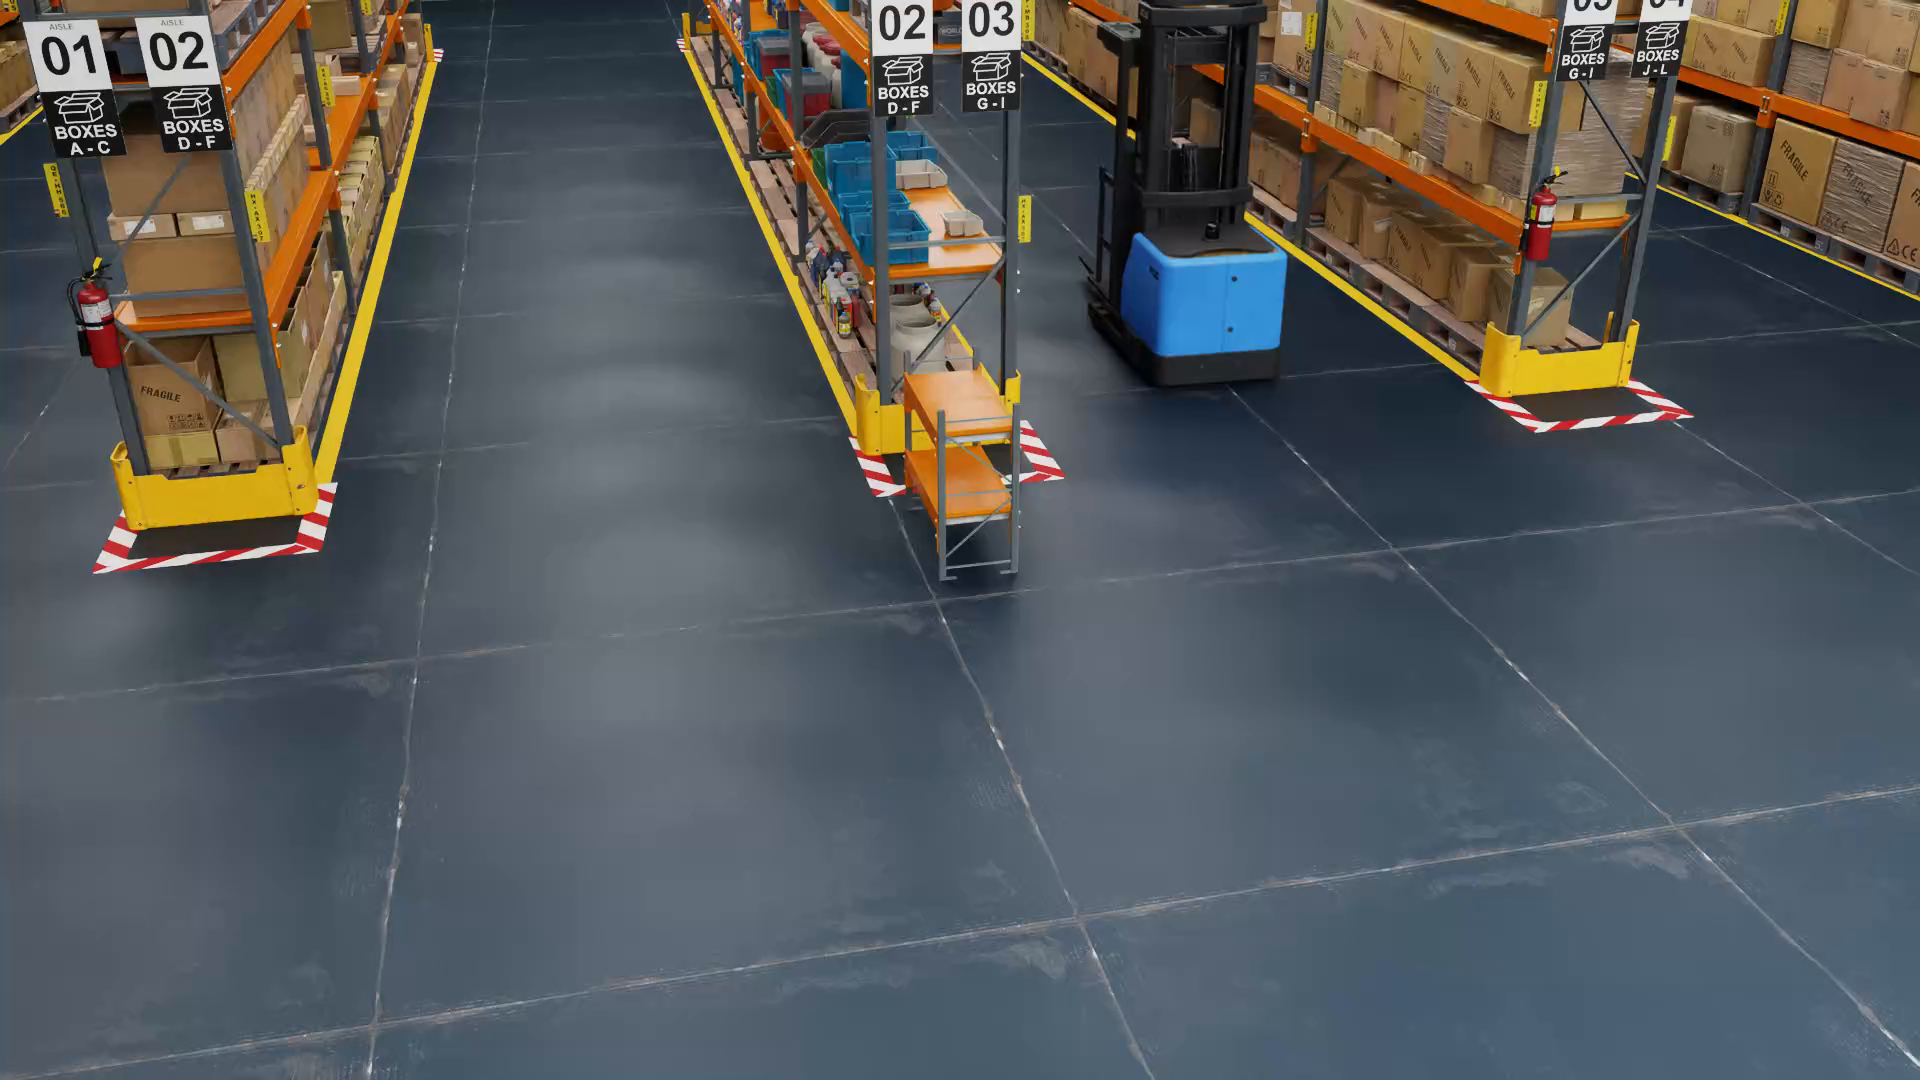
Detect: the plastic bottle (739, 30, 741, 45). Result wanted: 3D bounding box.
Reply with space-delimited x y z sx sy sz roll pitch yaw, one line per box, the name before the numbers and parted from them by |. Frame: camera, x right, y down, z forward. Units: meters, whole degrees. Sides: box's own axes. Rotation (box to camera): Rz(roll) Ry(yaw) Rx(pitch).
plastic bottle | -2.489 -5.798 19.128 0.097 0.201 0.097 0 27 0

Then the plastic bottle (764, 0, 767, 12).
plastic bottle | -2.415 -6.905 21.155 0.144 0.351 0.185 -6 27 -12

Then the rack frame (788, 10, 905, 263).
rack frame | -0.998 -3.800 14.949 1.000 3.000 0.127 -6 27 -12

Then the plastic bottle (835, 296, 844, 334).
plastic bottle | -0.982 -1.839 13.590 0.061 0.283 0.133 -5 27 -10

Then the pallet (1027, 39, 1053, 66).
pallet | 1.651 -7.448 25.272 1.003 0.211 1.213 -6 27 -12

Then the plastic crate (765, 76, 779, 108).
plastic crate | -1.666 -4.441 16.455 0.450 0.188 0.662 -6 27 -12

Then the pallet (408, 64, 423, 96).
pallet | -8.060 -6.403 23.203 1.003 0.211 1.213 -6 27 -12

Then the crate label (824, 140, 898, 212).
crate label | -0.775 -2.840 13.008 0.502 0.435 0.616 -6 27 -12

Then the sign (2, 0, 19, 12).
sign | -5.455 -3.192 9.522 0.100 0.325 0.005 -6 27 -12

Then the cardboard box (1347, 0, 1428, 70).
cardboard box | 3.795 -4.484 14.753 0.500 0.500 0.500 -6 27 -12

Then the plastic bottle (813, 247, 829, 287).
plastic bottle | -1.220 -2.417 14.661 0.144 0.351 0.185 -5 27 -10

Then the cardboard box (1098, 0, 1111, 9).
cardboard box | 2.111 -7.191 21.558 0.500 0.500 0.500 -7 28 -13

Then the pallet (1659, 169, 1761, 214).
pallet | 8.435 -3.848 18.140 1.003 0.211 1.213 -6 27 -12

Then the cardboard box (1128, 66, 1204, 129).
cardboard box | 2.791 -5.603 20.413 1.225 0.875 0.875 -7 28 -14

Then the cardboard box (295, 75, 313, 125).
cardboard box | -6.101 -3.913 15.063 0.500 0.500 0.500 -4 27 -8

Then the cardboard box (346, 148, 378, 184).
cardboard box | -6.245 -3.832 16.976 0.500 0.311 0.500 -6 27 -12

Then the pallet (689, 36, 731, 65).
pallet | -3.554 -7.457 25.289 1.003 0.211 1.213 -6 27 -12

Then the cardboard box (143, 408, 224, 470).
cardboard box | -5.332 -0.708 11.408 0.500 0.250 0.500 -6 27 -12

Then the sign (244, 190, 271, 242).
sign | -4.381 -2.018 10.370 0.100 0.325 0.005 -6 27 -12

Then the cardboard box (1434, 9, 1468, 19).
cardboard box | 4.423 -4.318 14.425 0.500 0.500 0.500 -6 27 -12

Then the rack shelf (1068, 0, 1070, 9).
rack shelf | 1.574 -8.371 24.805 1.077 0.370 4.000 -6 27 -12

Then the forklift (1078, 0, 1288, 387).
forklift | 1.740 -3.145 13.727 1.130 2.935 3.031 -5 27 -10

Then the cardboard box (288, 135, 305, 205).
cardboard box | -5.594 -2.918 13.091 0.700 0.500 0.500 -6 27 -12

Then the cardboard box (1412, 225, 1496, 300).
cardboard box | 4.314 -2.430 14.543 0.500 0.500 0.500 -3 27 -7

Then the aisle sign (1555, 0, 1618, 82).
aisle sign | 4.451 -3.649 11.766 0.394 0.787 0.004 -6 27 -12

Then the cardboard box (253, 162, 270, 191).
cardboard box | -5.036 -2.524 11.590 0.380 0.149 0.250 -7 28 -13

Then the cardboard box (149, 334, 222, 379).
cardboard box | -5.574 -1.480 12.106 0.500 0.500 0.500 -6 27 -12

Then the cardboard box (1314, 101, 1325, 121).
cardboard box | 3.583 -4.065 15.754 0.380 0.149 0.250 -6 27 -12

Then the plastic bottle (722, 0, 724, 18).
plastic bottle | -2.934 -6.665 20.756 0.061 0.283 0.133 -6 27 -12

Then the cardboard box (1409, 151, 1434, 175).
cardboard box | 4.023 -3.186 14.013 0.380 0.149 0.250 -6 27 -12

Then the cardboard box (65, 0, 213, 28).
cardboard box | -5.049 -3.430 10.152 0.797 0.503 0.637 -4 27 -8

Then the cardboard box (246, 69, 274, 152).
cardboard box | -5.379 -3.067 11.947 0.700 0.500 0.500 -6 27 -12

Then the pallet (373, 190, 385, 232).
pallet | -6.579 -3.444 17.339 1.003 0.211 1.213 -6 27 -12

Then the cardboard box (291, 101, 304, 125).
cardboard box | -5.501 -3.426 13.378 0.380 0.149 0.250 -7 28 -13

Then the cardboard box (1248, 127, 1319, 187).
cardboard box | 3.494 -4.112 17.853 0.700 0.500 0.500 -8 28 -16

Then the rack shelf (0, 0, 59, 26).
rack shelf | -12.904 -6.862 21.815 1.077 0.370 4.000 -6 27 -12

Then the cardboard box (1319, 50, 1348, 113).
cardboard box | 3.869 -4.276 15.452 0.875 0.500 0.500 -6 27 -12

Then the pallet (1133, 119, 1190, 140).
pallet | 2.822 -5.167 20.754 1.003 0.211 1.213 -6 27 -12

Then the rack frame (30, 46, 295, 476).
rack frame | -4.923 -1.542 10.477 1.000 3.000 0.127 -6 27 -12

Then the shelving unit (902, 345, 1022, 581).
shelving unit | -0.002 -0.505 10.502 0.538 1.125 1.048 -6 27 -12

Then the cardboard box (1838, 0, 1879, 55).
cardboard box | 8.969 -4.916 15.795 0.875 0.550 0.550 -6 27 -12

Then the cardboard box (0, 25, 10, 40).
cardboard box | -13.207 -6.938 22.755 0.380 0.149 0.250 -6 27 -11

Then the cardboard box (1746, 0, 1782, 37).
cardboard box | 8.565 -5.470 17.038 0.700 0.500 0.500 -6 27 -12

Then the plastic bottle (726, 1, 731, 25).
plastic bottle | -2.807 -6.450 20.343 0.097 0.271 0.097 0 27 0

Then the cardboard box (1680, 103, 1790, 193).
cardboard box | 8.455 -4.208 17.789 1.050 0.750 0.750 -6 27 -12

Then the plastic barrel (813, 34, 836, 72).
plastic barrel | -1.263 -4.815 16.809 0.433 0.535 0.433 0 27 0

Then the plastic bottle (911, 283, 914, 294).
plastic bottle | -0.370 -2.146 14.291 0.097 0.201 0.097 0 27 0

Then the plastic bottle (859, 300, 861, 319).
plastic bottle | -0.882 -1.948 13.897 0.097 0.201 0.097 0 27 0

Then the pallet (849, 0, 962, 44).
pallet | -0.188 -3.671 11.576 1.003 0.211 1.213 -6 27 -12

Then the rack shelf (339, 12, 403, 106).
rack shelf | -7.177 -5.611 19.336 1.077 0.370 4.000 -6 27 -12

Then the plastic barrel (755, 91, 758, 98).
plastic barrel | -2.281 -5.375 20.281 0.600 0.588 0.708 -6 27 -12

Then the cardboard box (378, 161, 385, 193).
cardboard box | -6.370 -3.808 17.551 0.500 0.250 0.500 -5 27 -10

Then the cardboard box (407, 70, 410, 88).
cardboard box | -7.512 -6.013 21.829 0.500 0.311 0.500 -6 27 -12
